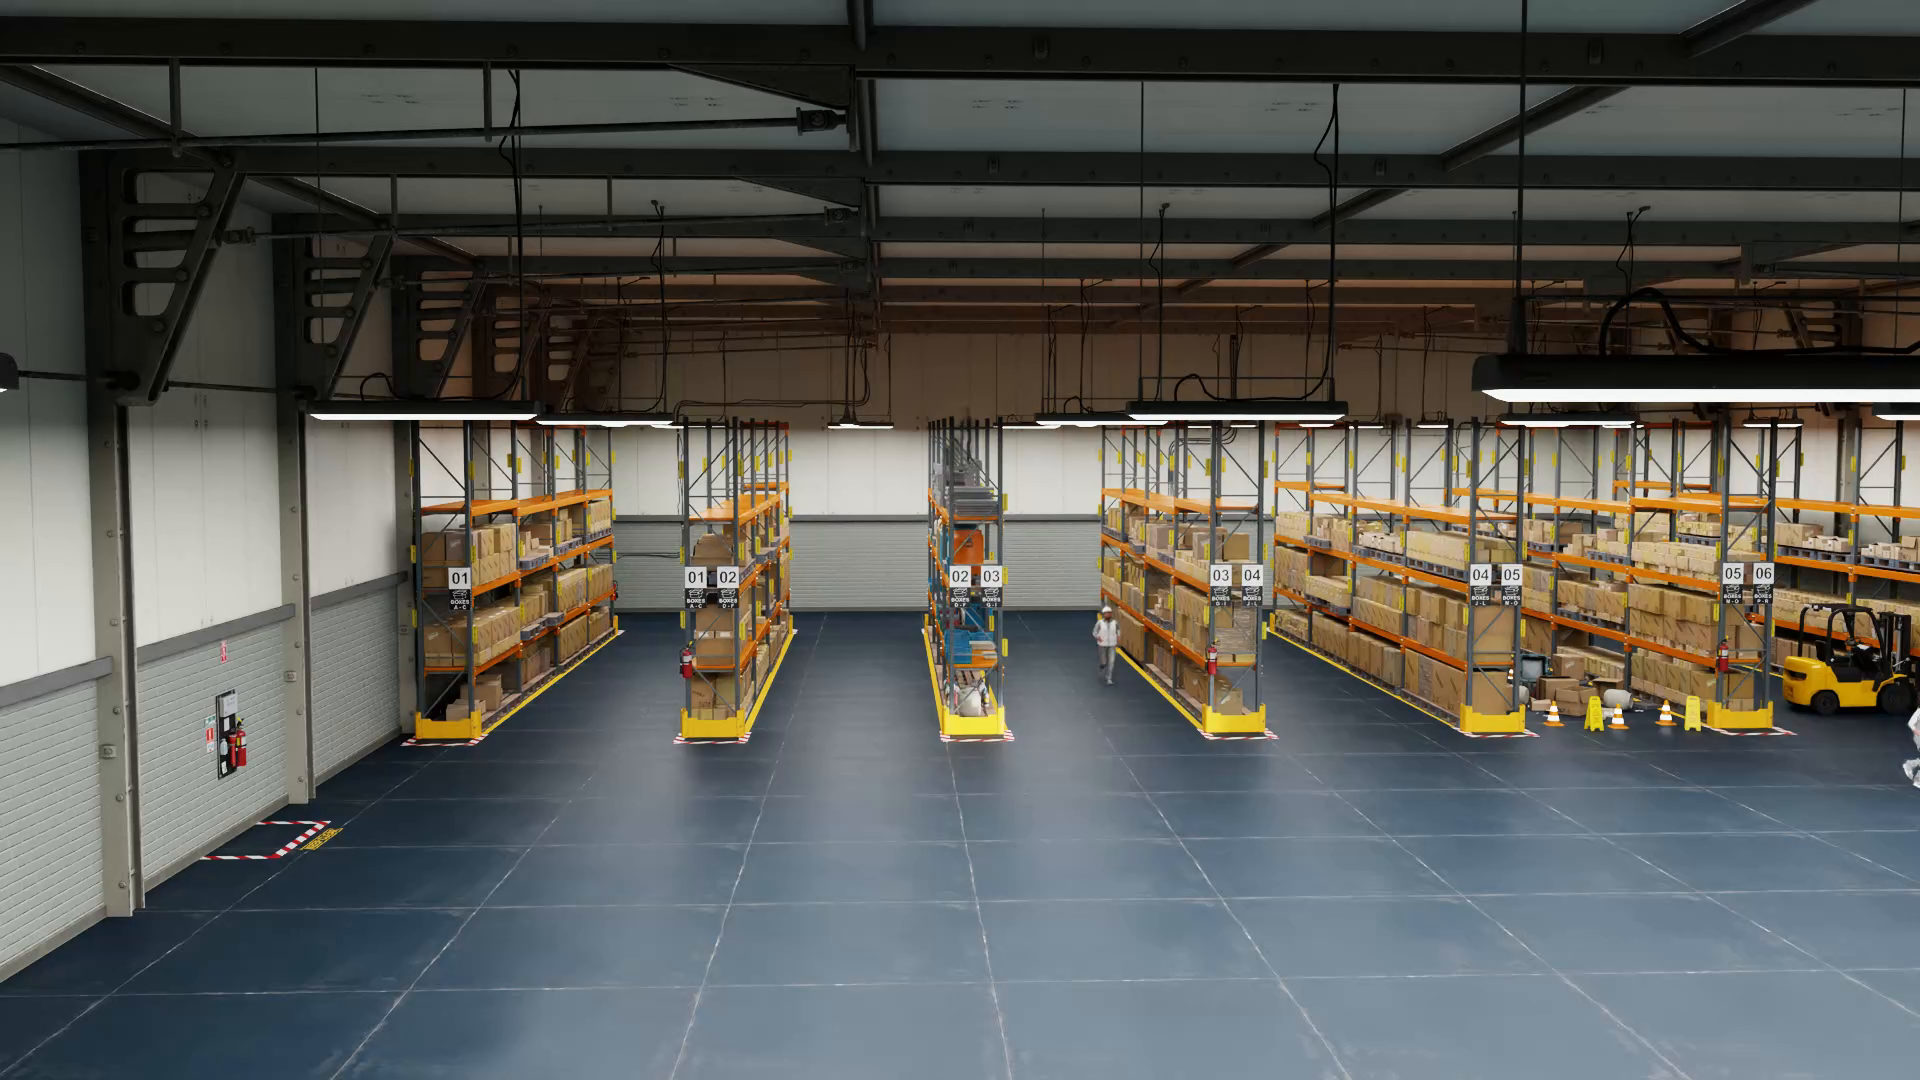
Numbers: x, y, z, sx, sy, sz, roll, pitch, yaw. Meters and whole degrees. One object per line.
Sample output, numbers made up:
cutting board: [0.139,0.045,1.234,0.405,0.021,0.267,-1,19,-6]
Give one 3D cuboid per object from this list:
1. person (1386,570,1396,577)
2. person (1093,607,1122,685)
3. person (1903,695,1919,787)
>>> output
person: [12.704,1.624,49.366,0.663,1.753,0.645,0,4,0]
person: [3.371,2.389,37.868,0.677,1.742,0.896,0,4,-4]
person: [15.451,3.222,26.644,0.547,1.565,0.541,-3,5,-39]
